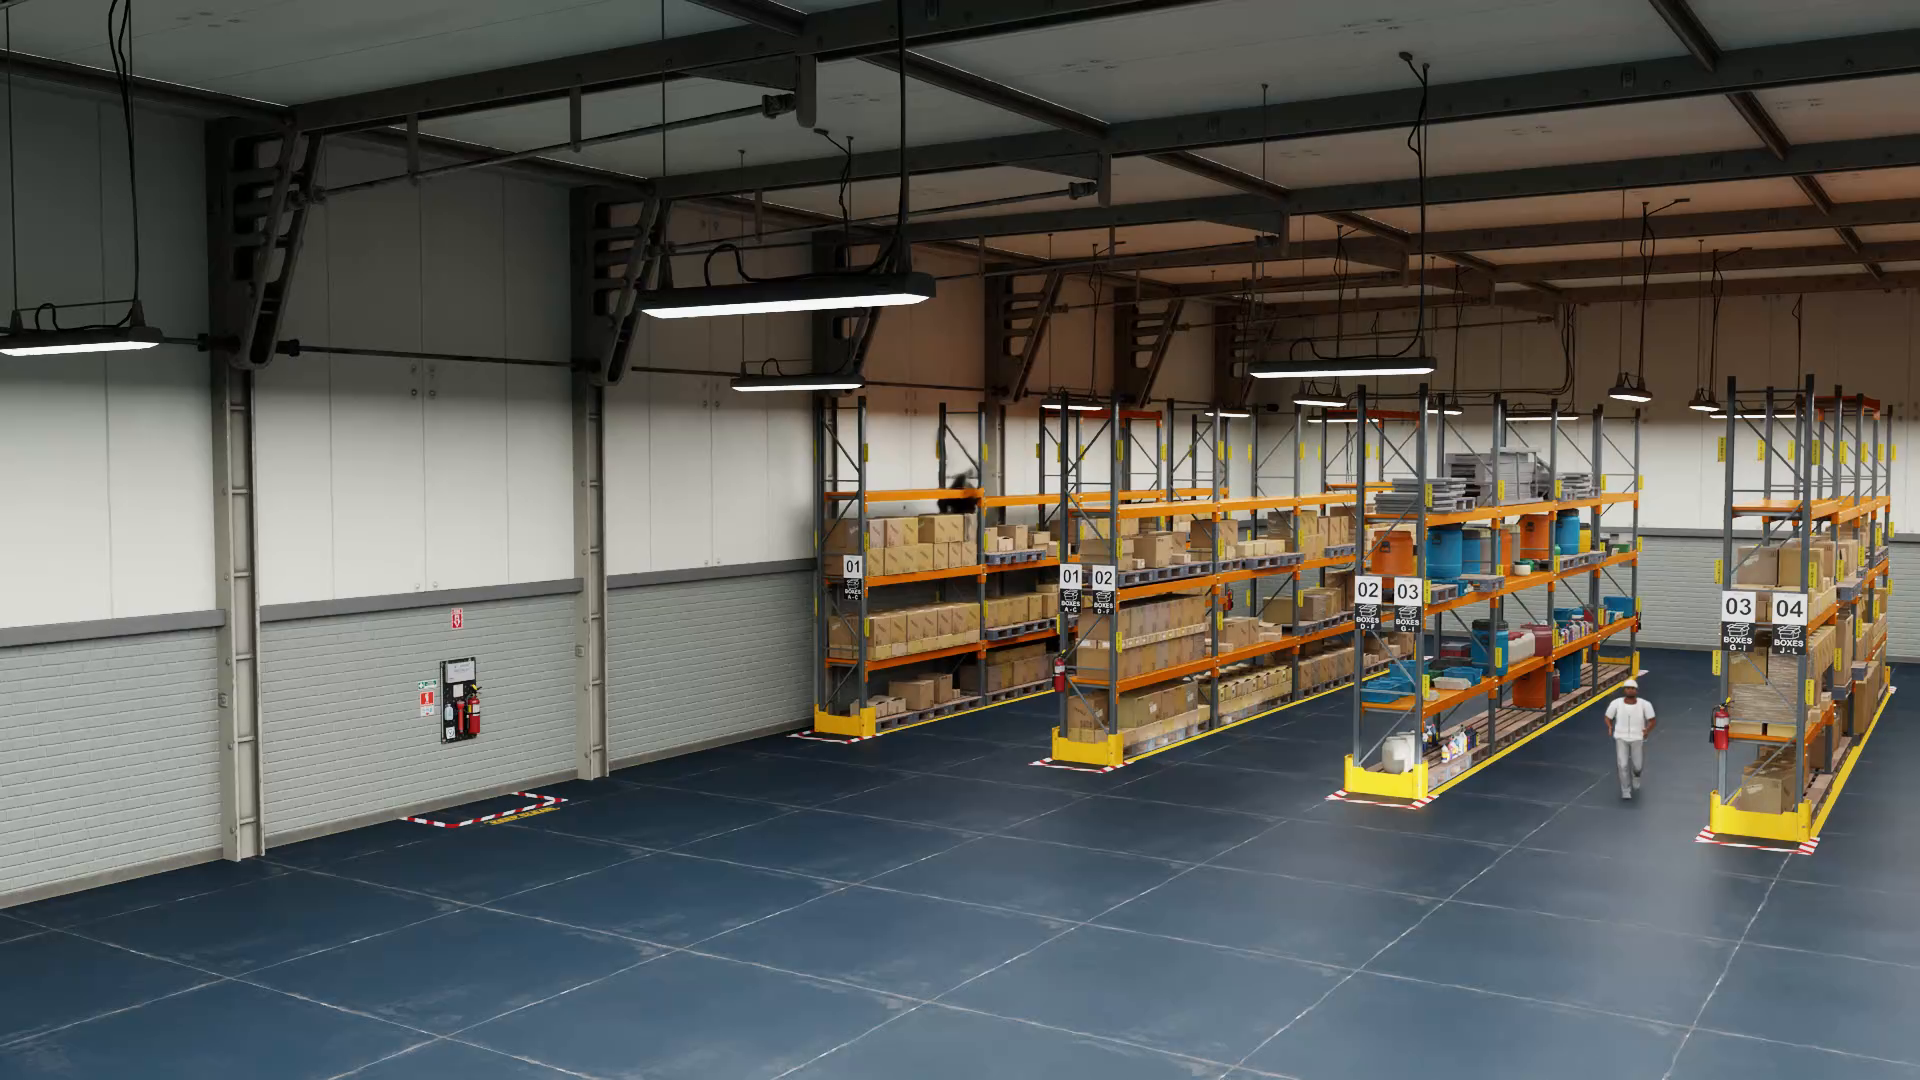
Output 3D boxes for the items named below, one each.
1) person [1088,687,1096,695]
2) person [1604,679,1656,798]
[{"bbox_3d":[2.679,2.521,31.404,0.561,1.728,0.754,2,3,27],"label":"person"},{"bbox_3d":[9.701,2.877,24.108,0.697,1.714,0.563,1,3,24],"label":"person"}]
